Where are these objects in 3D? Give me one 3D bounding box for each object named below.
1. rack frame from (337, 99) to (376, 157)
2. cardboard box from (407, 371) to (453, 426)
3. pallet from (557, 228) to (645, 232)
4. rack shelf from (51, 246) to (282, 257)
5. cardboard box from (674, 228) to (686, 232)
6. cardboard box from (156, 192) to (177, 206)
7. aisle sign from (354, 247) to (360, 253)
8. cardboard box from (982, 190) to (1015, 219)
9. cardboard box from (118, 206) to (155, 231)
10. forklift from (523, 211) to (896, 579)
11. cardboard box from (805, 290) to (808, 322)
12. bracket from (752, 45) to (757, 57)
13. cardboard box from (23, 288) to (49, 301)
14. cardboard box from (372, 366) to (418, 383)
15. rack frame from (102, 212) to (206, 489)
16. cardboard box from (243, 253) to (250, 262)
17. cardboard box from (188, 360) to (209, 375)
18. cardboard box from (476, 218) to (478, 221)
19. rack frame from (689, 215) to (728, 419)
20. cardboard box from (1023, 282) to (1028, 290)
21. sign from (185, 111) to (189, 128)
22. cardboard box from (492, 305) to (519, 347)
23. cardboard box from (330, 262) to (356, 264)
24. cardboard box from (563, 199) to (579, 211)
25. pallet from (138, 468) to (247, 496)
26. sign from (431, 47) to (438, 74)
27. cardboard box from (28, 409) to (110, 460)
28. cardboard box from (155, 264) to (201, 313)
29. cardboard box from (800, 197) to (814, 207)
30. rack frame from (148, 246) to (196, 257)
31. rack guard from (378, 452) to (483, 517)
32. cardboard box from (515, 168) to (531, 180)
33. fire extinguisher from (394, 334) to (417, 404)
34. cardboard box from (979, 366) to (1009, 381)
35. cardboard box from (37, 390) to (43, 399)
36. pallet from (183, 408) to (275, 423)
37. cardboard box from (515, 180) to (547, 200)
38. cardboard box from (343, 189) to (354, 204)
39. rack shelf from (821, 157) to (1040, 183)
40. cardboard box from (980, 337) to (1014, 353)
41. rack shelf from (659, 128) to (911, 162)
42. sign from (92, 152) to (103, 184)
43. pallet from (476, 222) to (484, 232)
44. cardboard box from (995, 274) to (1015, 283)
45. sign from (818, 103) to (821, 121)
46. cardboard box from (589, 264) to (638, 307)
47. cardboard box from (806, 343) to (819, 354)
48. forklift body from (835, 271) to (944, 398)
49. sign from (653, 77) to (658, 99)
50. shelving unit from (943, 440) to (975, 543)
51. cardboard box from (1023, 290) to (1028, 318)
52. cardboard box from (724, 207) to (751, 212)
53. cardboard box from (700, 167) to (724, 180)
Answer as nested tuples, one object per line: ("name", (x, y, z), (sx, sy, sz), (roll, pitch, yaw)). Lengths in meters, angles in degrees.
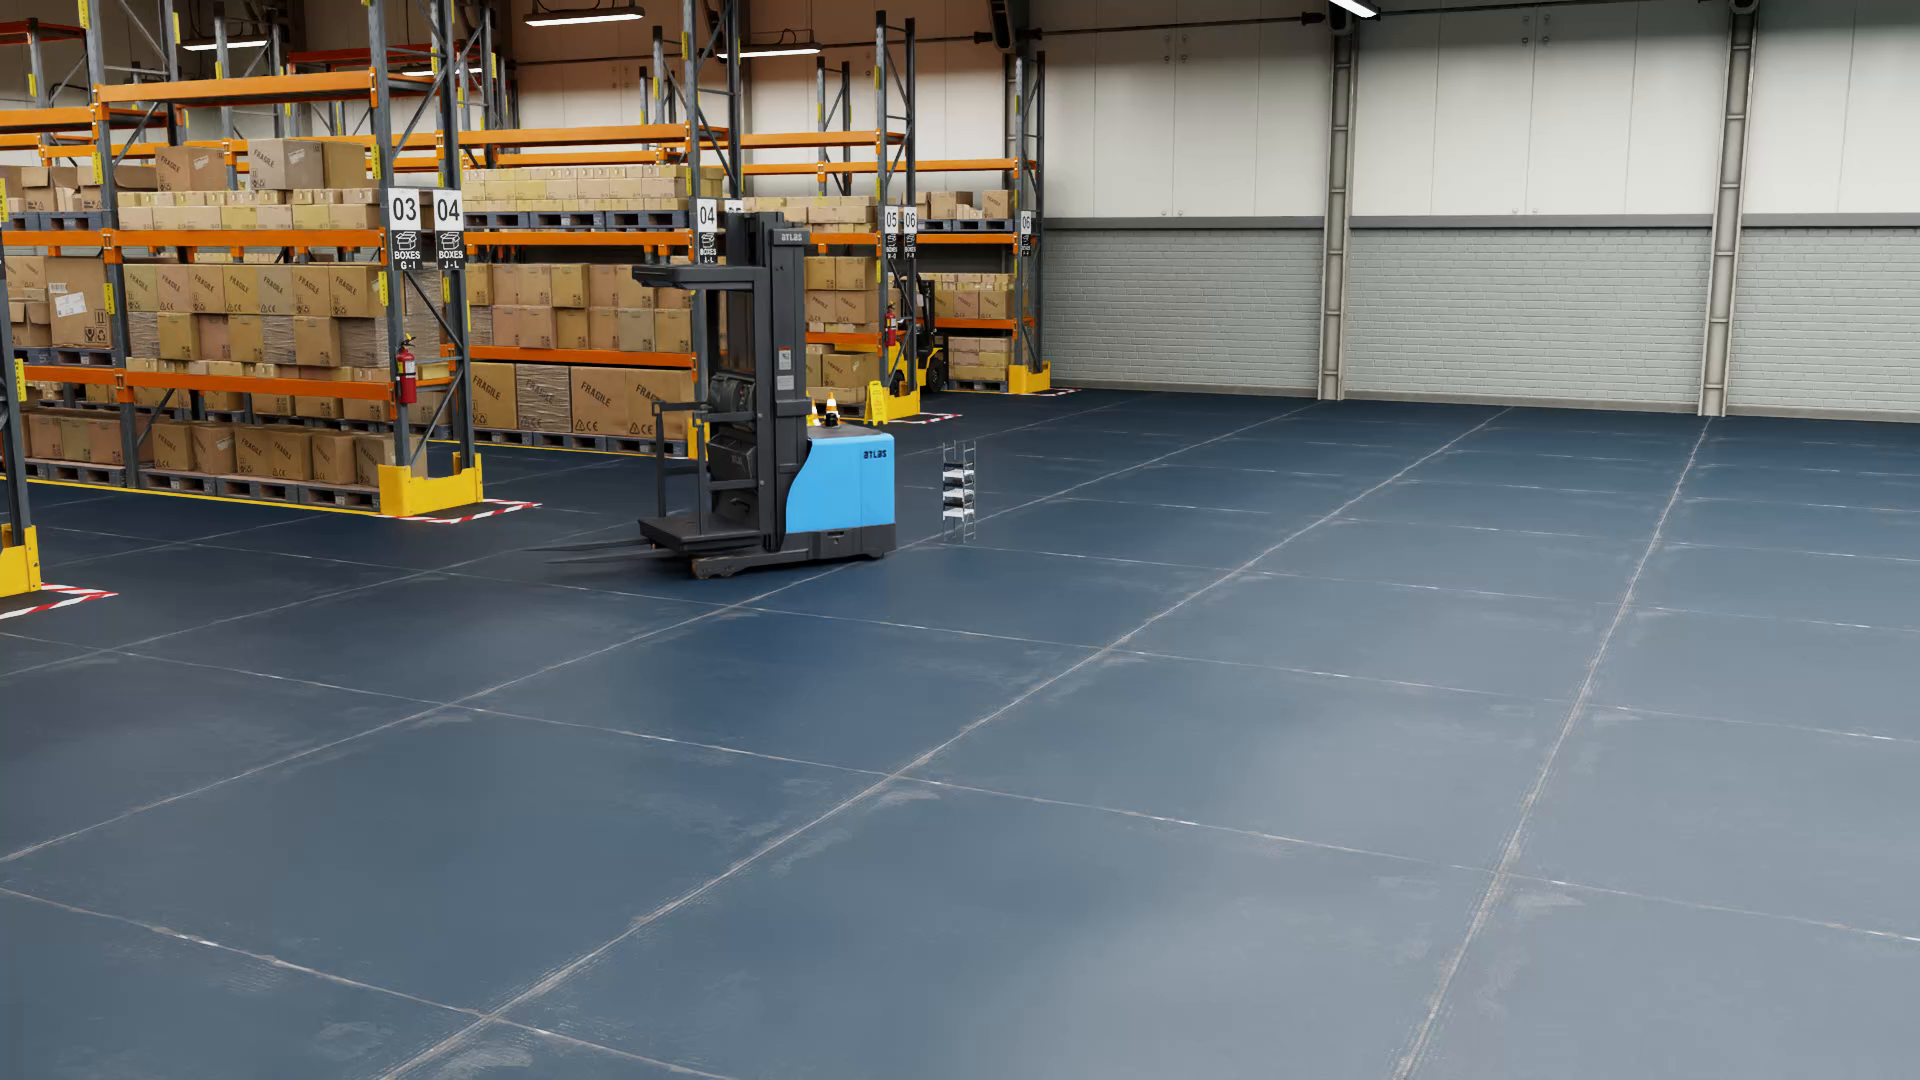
("rack frame", (-13.111, -8.392, 36.334), (0.127, 3.000, 1.000), (5, 11, 26))
("cardboard box", (-7.238, -2.037, 23.203), (0.750, 0.750, 1.050), (5, 11, 26))
("pallet", (-5.980, -5.232, 27.823), (1.003, 0.211, 1.213), (5, 11, 26))
("rack shelf", (-12.023, -4.498, 25.258), (4.000, 0.370, 1.077), (5, 11, 26))
("cardboard box", (-4.369, -4.990, 26.661), (0.250, 0.149, 0.380), (5, 11, 25))
("cardboard box", (-8.268, -3.608, 17.620), (0.250, 0.149, 0.380), (5, 11, 26))
("aisle sign", (-13.302, -6.678, 36.407), (0.004, 0.787, 0.394), (5, 11, 26))
("cardboard box", (0.733, -5.957, 29.557), (0.500, 0.500, 0.500), (5, 12, 28))
("cardboard box", (-8.637, -3.445, 17.841), (0.500, 0.250, 0.500), (5, 11, 24))
("forklift", (-2.087, -1.232, 13.809), (3.031, 2.935, 1.130), (-6, 12, -29))
("cardboard box", (-2.458, -3.661, 25.920), (0.500, 0.500, 0.500), (5, 11, 26))
("bracket", (-4.153, -9.485, 32.264), (0.430, 0.232, 0.235), (5, 11, 26))
("cardboard box", (-14.375, -3.722, 26.258), (0.500, 0.500, 0.500), (5, 11, 26))
("cardboard box", (-5.687, -1.670, 16.739), (0.250, 0.149, 0.380), (5, 11, 26))
("rack frame", (-8.927, -2.119, 18.516), (0.127, 3.000, 1.000), (5, 11, 26))
("cardboard box", (-13.252, -5.277, 31.054), (0.250, 0.149, 0.380), (5, 11, 25))
("cardboard box", (-7.978, -1.849, 17.729), (0.250, 0.149, 0.380), (5, 11, 26))
("cardboard box", (-8.534, -5.756, 28.720), (0.637, 0.503, 0.797), (4, 11, 22))
("rack frame", (-3.055, -2.588, 21.108), (0.127, 3.000, 1.000), (5, 11, 26))
("cardboard box", (1.048, -4.616, 30.211), (0.250, 0.149, 0.380), (5, 11, 24))
("sign", (-15.051, -8.184, 32.334), (0.005, 0.325, 0.100), (5, 11, 26))
("cardboard box", (-5.802, -2.910, 22.466), (0.550, 0.550, 0.875), (5, 11, 26))
("cardboard box", (-10.981, -4.757, 30.004), (0.500, 0.500, 0.500), (5, 11, 25))
("cardboard box", (-4.870, -4.289, 21.327), (0.250, 0.149, 0.380), (5, 11, 27))
("pallet", (-8.309, -0.700, 18.503), (1.213, 0.211, 1.003), (5, 11, 26))
("sign", (-6.871, -6.266, 21.741), (0.005, 0.325, 0.100), (5, 11, 26))
("cardboard box", (-10.390, -1.242, 19.454), (0.500, 0.500, 0.700), (4, 11, 21))
("cardboard box", (-8.187, -2.691, 17.755), (0.500, 0.500, 0.500), (5, 11, 26))
("cardboard box", (-2.261, -5.203, 25.600), (0.250, 0.149, 0.380), (5, 11, 26))
("rack frame", (-15.304, -4.647, 32.486), (0.127, 3.000, 1.000), (5, 11, 26))
("rack guard", (-5.408, -0.580, 17.030), (0.348, 0.500, 1.175), (5, 11, 26))
("cardboard box", (-5.551, -4.741, 21.586), (0.250, 0.149, 0.380), (5, 11, 26))
("fire extinguisher", (-5.441, -1.683, 16.325), (0.183, 0.674, 0.296), (5, 11, 26))
("cardboard box", (0.677, -3.020, 30.035), (0.500, 0.250, 0.500), (5, 11, 26))
("cardboard box", (-14.515, -2.348, 26.606), (0.250, 0.149, 0.380), (5, 12, 27))
("pallet", (-10.929, -1.908, 25.181), (1.213, 0.211, 1.003), (5, 11, 26))
("cardboard box", (-5.421, -4.545, 21.625), (0.500, 0.250, 0.500), (5, 11, 25))
("cardboard box", (-5.909, -3.414, 16.548), (0.250, 0.149, 0.380), (5, 11, 24))
("rack shelf", (-0.556, -6.738, 30.338), (4.000, 0.370, 1.077), (5, 11, 26))
("cardboard box", (0.687, -3.512, 29.945), (0.500, 0.250, 0.500), (5, 12, 28))
("rack shelf", (-2.749, -6.141, 25.921), (4.000, 0.370, 1.077), (5, 11, 26))
("sign", (-9.169, -3.954, 17.677), (0.005, 0.325, 0.100), (5, 11, 26))
("pallet", (-8.730, -5.442, 28.986), (1.003, 0.211, 1.213), (6, 12, 28))
("cardboard box", (0.823, -4.689, 29.778), (0.250, 0.149, 0.380), (5, 11, 26))
("sign", (-2.579, -7.858, 30.535), (0.005, 0.325, 0.100), (5, 11, 26))
("cardboard box", (-4.346, -3.323, 21.716), (0.550, 0.550, 0.875), (5, 11, 26))
("cardboard box", (-2.372, -2.988, 25.934), (0.250, 0.149, 0.380), (5, 12, 27))
("forklift body", (-1.270, -3.620, 29.193), (1.214, 2.155, 2.313), (5, 11, 26))
("sign", (-4.783, -7.102, 26.137), (0.005, 0.325, 0.100), (5, 11, 26))
("shelving unit", (-0.007, -0.443, 15.154), (0.210, 0.900, 0.258), (5, 11, 26))
("cardboard box", (0.916, -4.312, 30.353), (0.500, 0.500, 0.500), (5, 12, 28))
("cardboard box", (-3.359, -5.091, 26.102), (0.500, 0.250, 0.500), (5, 11, 26))
("cardboard box", (-3.213, -4.666, 21.172), (0.250, 0.149, 0.380), (5, 11, 26))
